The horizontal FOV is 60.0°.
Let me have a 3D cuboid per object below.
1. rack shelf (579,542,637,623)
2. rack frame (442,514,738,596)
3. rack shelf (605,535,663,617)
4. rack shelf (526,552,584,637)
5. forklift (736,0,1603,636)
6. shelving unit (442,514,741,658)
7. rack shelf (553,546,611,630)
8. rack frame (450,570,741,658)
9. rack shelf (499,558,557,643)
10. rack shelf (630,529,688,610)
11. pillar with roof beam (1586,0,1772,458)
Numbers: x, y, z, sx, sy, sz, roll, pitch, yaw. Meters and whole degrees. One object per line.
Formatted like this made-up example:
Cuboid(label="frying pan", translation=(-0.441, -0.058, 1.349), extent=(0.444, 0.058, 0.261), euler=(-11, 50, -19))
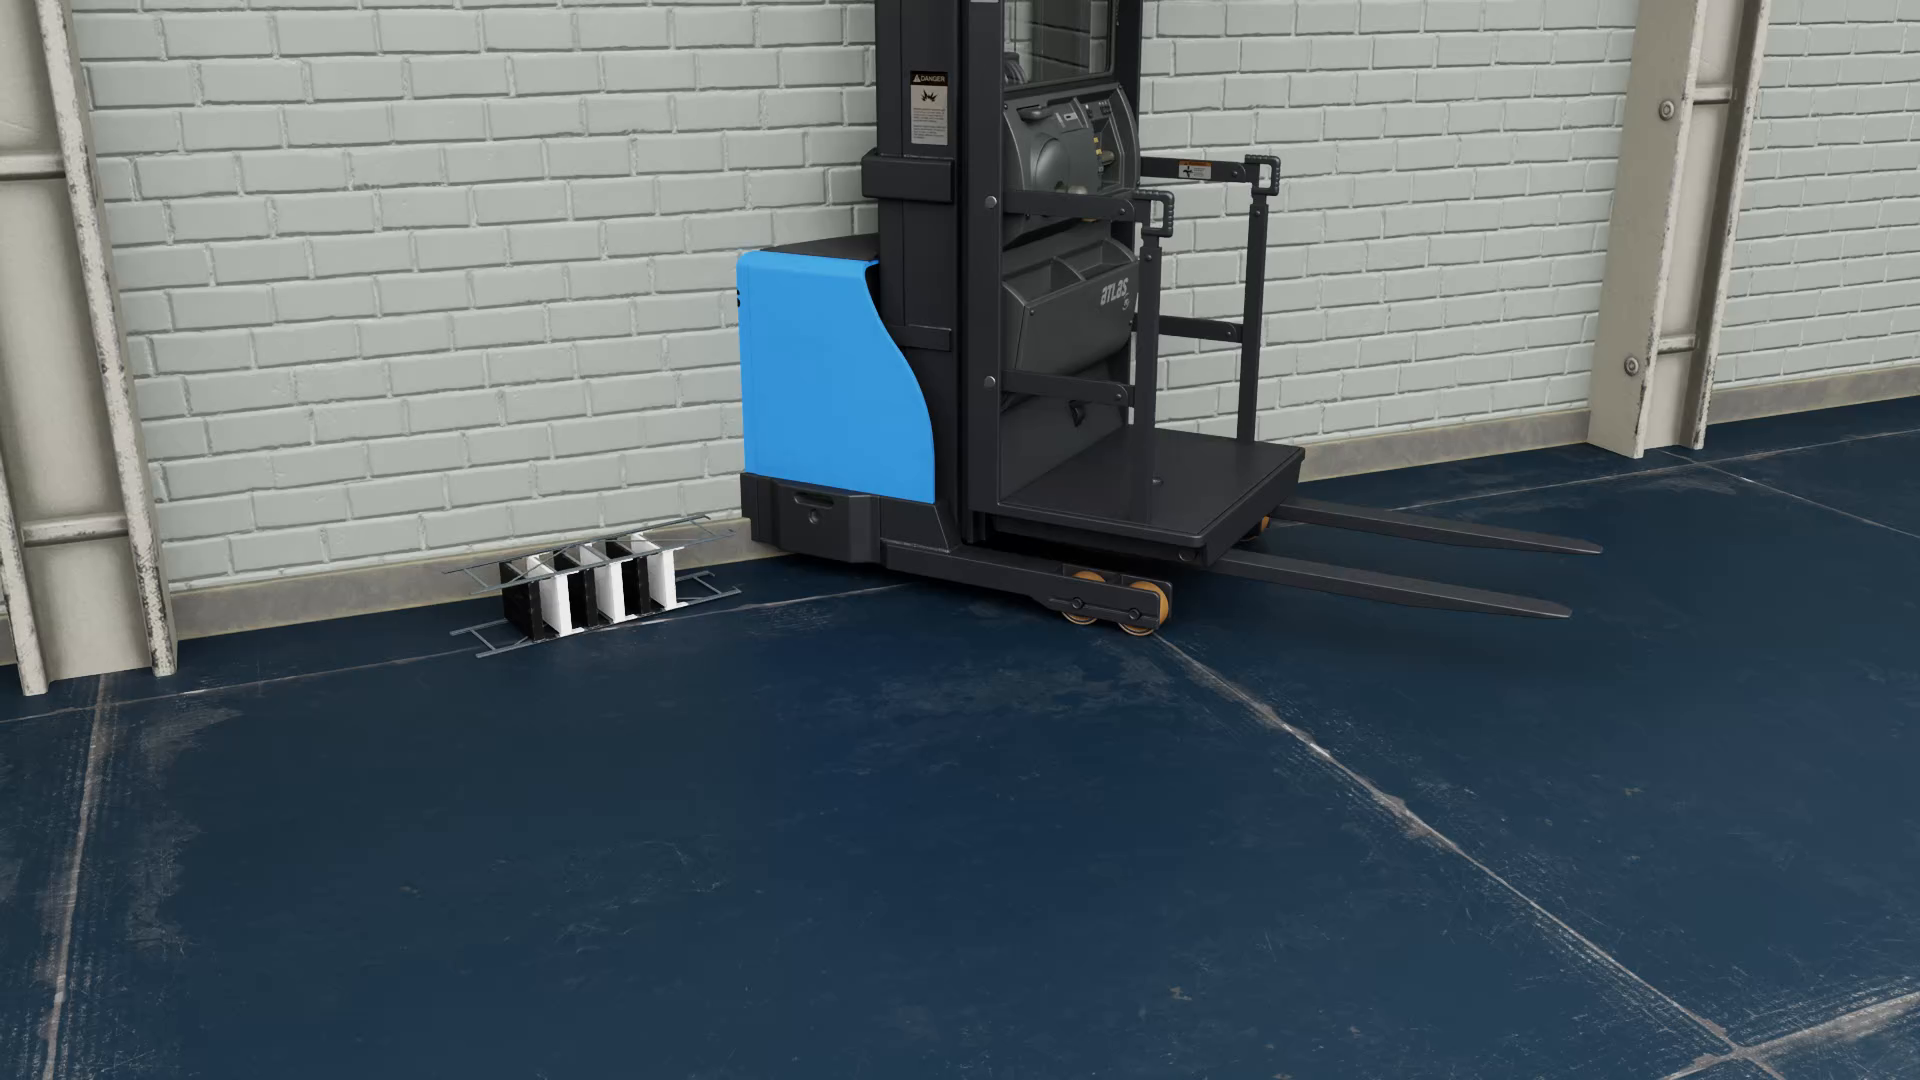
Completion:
Cuboid(label="rack shelf", translation=(-1.132, 0.128, 5.330), extent=(0.077, 0.200, 0.258), euler=(-14, 24, -33))
Cuboid(label="rack frame", translation=(-1.160, 0.039, 5.278), extent=(0.900, 0.006, 0.240), euler=(-14, 24, -33))
Cuboid(label="rack shelf", translation=(-1.059, 0.110, 5.380), extent=(0.077, 0.200, 0.258), euler=(-14, 24, -33))
Cuboid(label="rack shelf", translation=(-1.278, 0.164, 5.231), extent=(0.077, 0.200, 0.258), euler=(-14, 24, -33))
Cuboid(label="forklift", translation=(0.550, -1.286, 5.260), extent=(3.031, 2.935, 1.130), euler=(10, 22, 26))
Cuboid(label="shelving unit", translation=(-1.159, 0.135, 5.312), extent=(0.900, 0.210, 0.258), euler=(-14, 24, -33))
Cuboid(label="rack shelf", translation=(-1.205, 0.146, 5.281), extent=(0.077, 0.200, 0.258), euler=(-14, 24, -33))
Cuboid(label="rack frame", translation=(-1.159, 0.230, 5.346), extent=(0.900, 0.006, 0.240), euler=(-14, 24, -33))
Cuboid(label="rack shelf", translation=(-1.351, 0.183, 5.181), extent=(0.077, 0.200, 0.258), euler=(-14, 24, -33))
Cuboid(label="rack shelf", translation=(-0.987, 0.091, 5.429), extent=(0.077, 0.200, 0.258), euler=(-14, 24, -33))
Cuboid(label="pillar with roof beam", translation=(4.660, -3.347, 1.980), extent=(0.400, 9.000, 9.100), euler=(-8, 21, -22))
